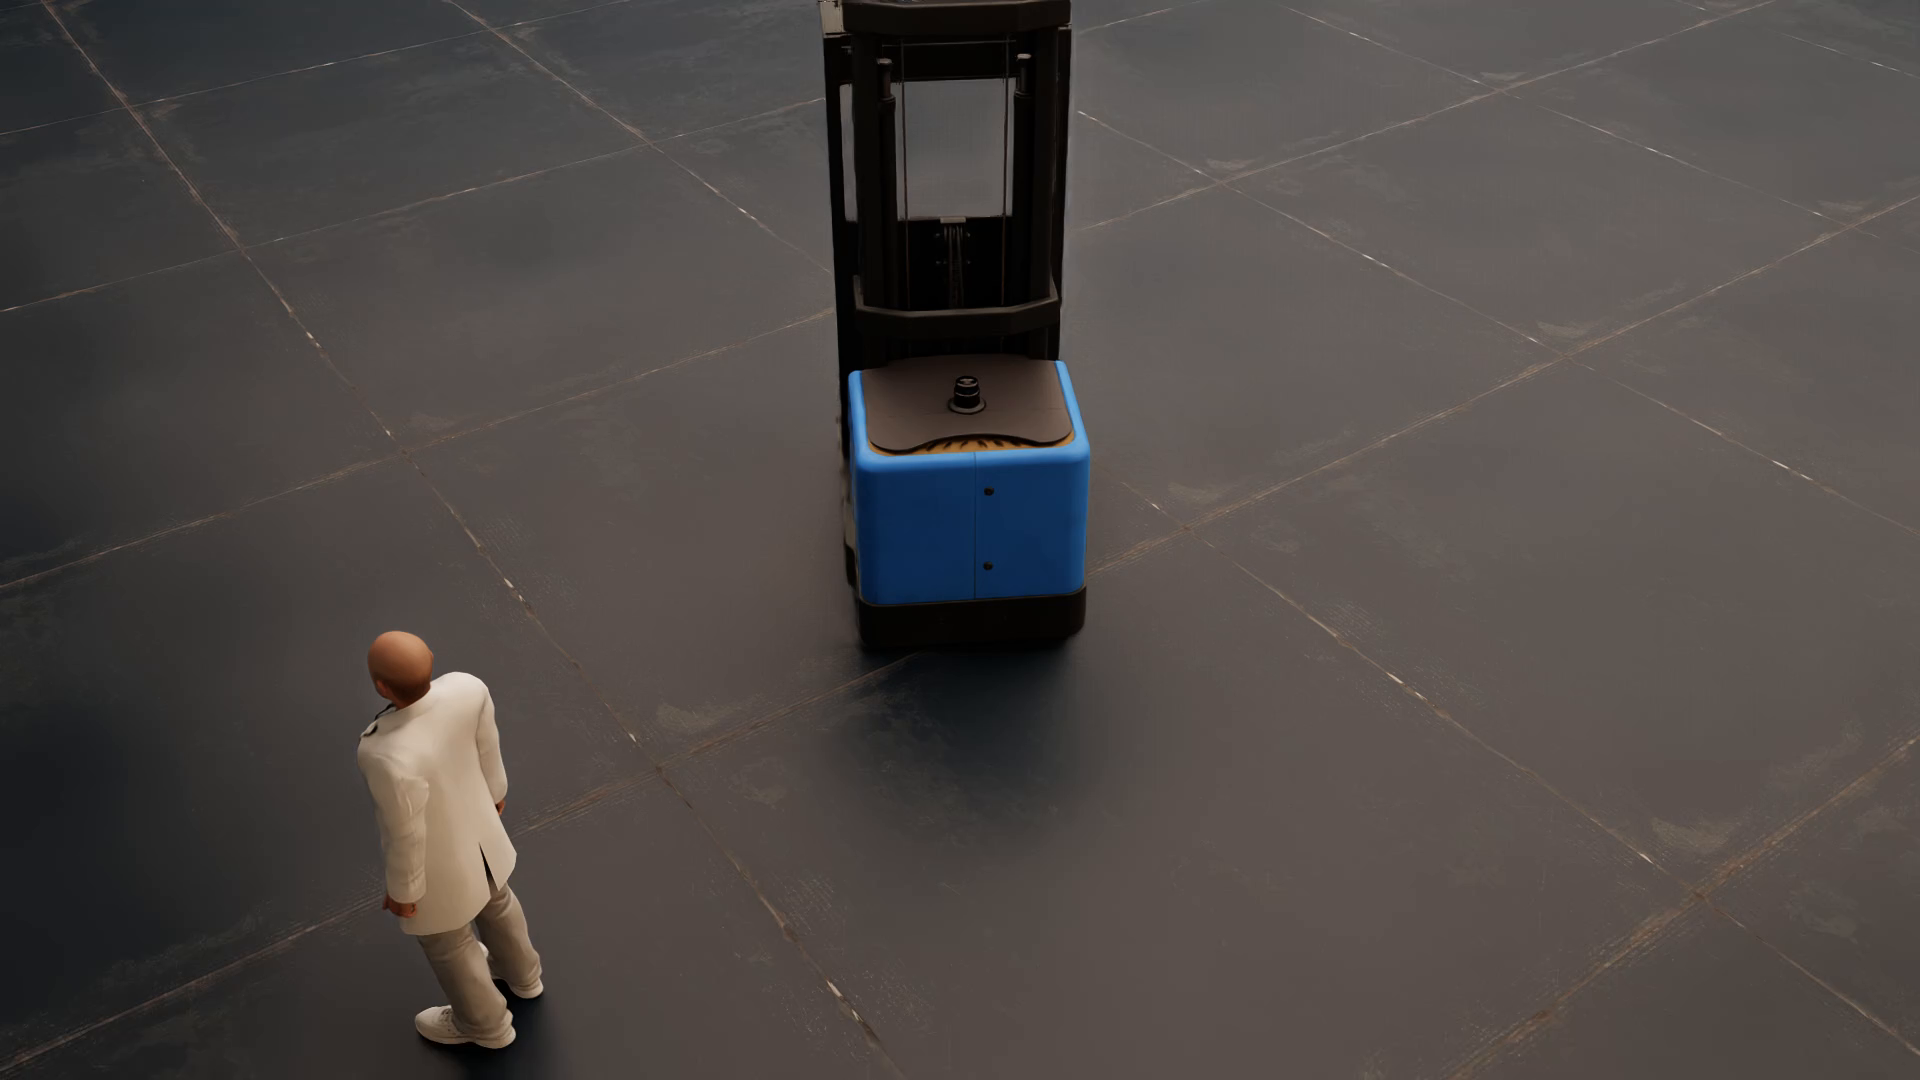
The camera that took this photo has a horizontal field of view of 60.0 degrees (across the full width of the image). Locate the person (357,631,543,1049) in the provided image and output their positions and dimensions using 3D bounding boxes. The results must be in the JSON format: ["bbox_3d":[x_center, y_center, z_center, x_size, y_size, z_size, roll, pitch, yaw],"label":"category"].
[{"bbox_3d":[-1.750,0.998,5.561,0.390,1.783,0.588,13,38,17],"label":"person"}]

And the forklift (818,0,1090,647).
[{"bbox_3d":[-0.082,-1.549,8.039,1.130,2.935,3.031,-3,37,-5],"label":"forklift"}]
